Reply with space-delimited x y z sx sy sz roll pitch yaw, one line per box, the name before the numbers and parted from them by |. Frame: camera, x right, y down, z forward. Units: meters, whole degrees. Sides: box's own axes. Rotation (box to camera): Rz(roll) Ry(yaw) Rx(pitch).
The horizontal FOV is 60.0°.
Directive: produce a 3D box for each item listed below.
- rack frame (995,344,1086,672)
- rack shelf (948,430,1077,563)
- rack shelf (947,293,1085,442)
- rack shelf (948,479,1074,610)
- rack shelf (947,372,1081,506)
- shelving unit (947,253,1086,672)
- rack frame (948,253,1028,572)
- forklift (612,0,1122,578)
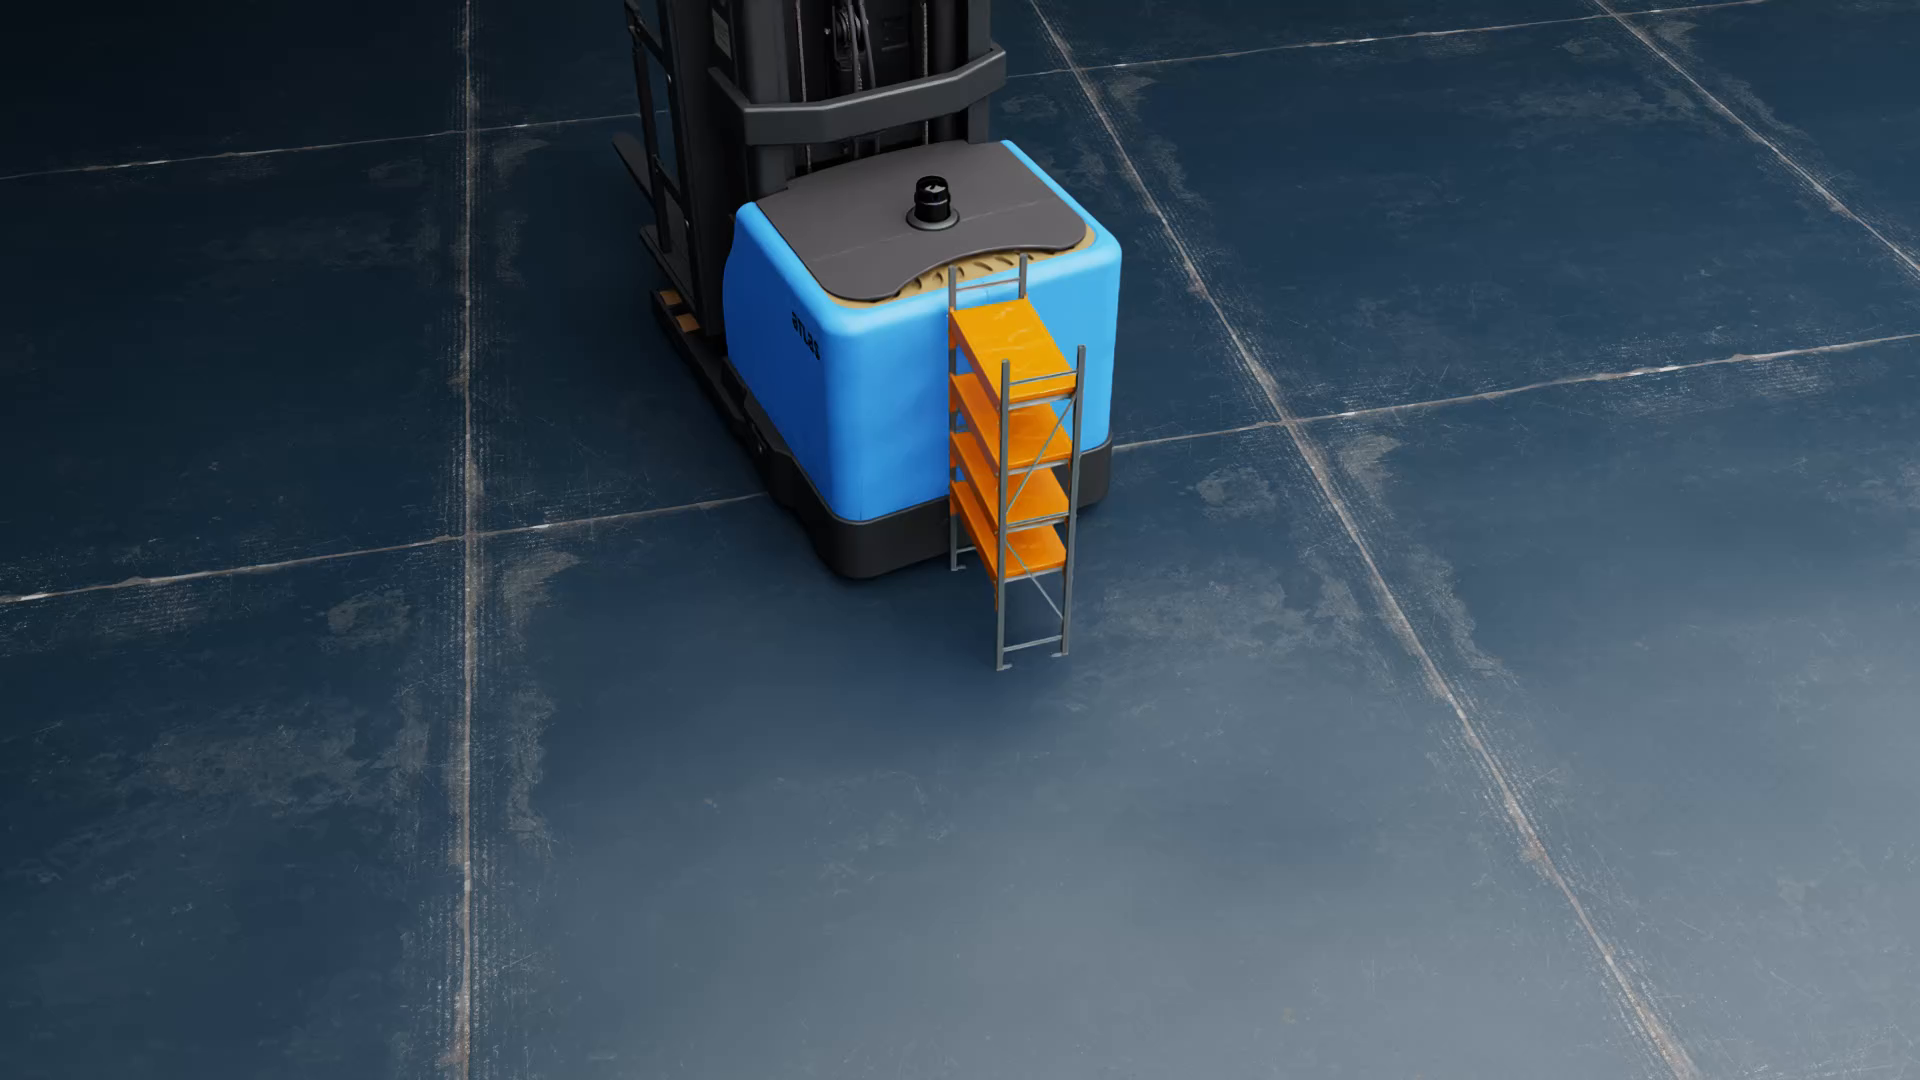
rack frame | 0.228 -0.059 4.913 0.240 1.200 0.015 -12 43 -13
rack shelf | 0.155 -0.163 5.132 0.258 0.148 0.480 -12 43 -13
rack shelf | 0.155 -0.508 4.826 0.258 0.148 0.480 -12 43 -13
rack shelf | 0.155 -0.015 5.263 0.258 0.148 0.480 -12 43 -13
rack shelf | 0.155 -0.331 4.983 0.258 0.148 0.480 -12 43 -13
shelving unit | 0.155 -0.214 5.087 0.258 1.200 0.503 -12 43 -13
rack frame | 0.082 -0.368 5.261 0.240 1.200 0.015 -12 43 -13
forklift | -0.585 -1.945 5.733 1.130 2.935 3.031 -18 45 -20
